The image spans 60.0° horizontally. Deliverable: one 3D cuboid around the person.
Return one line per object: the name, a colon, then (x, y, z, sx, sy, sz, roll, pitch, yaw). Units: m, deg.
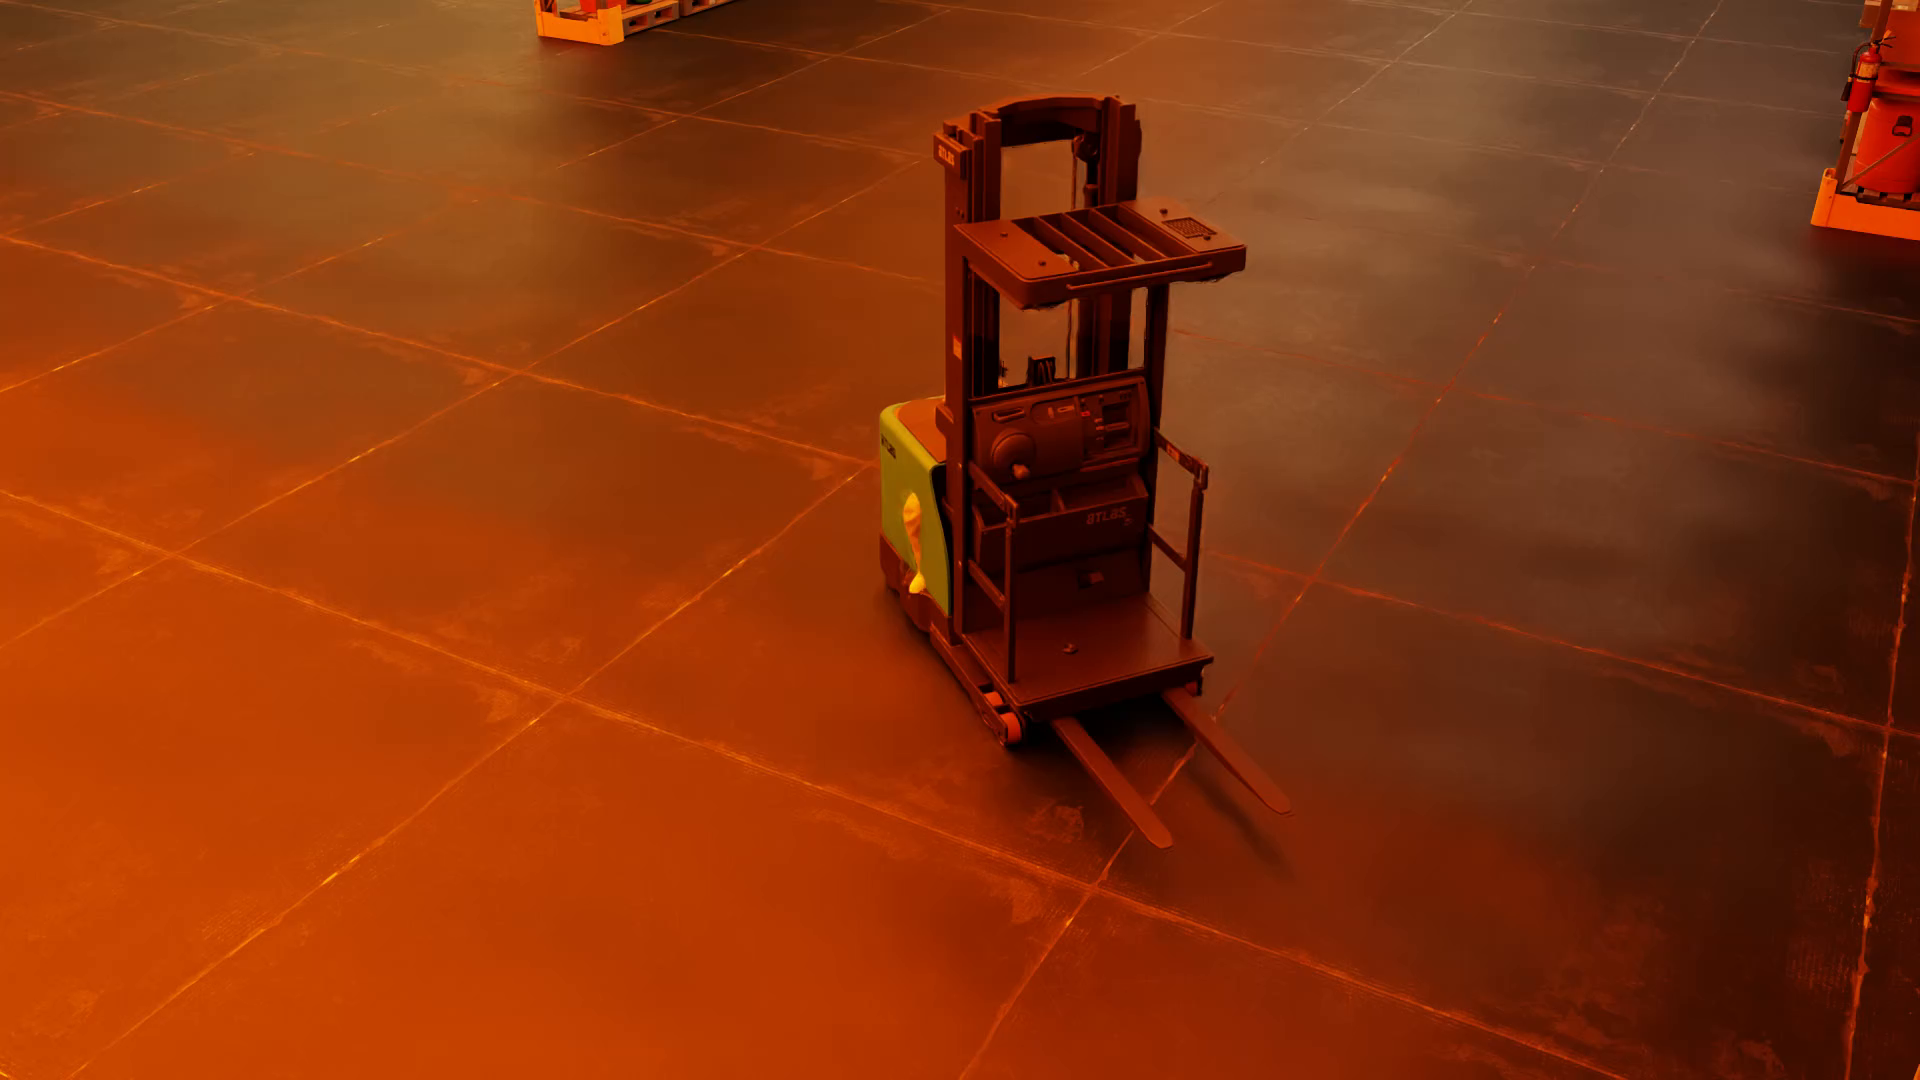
person: (0.068, -0.289, 8.838, 0.661, 1.574, 0.755, 17, 34, 27)

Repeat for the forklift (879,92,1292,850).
forklift: (0.587, -0.493, 7.924, 1.130, 2.935, 3.031, -12, 32, -20)
